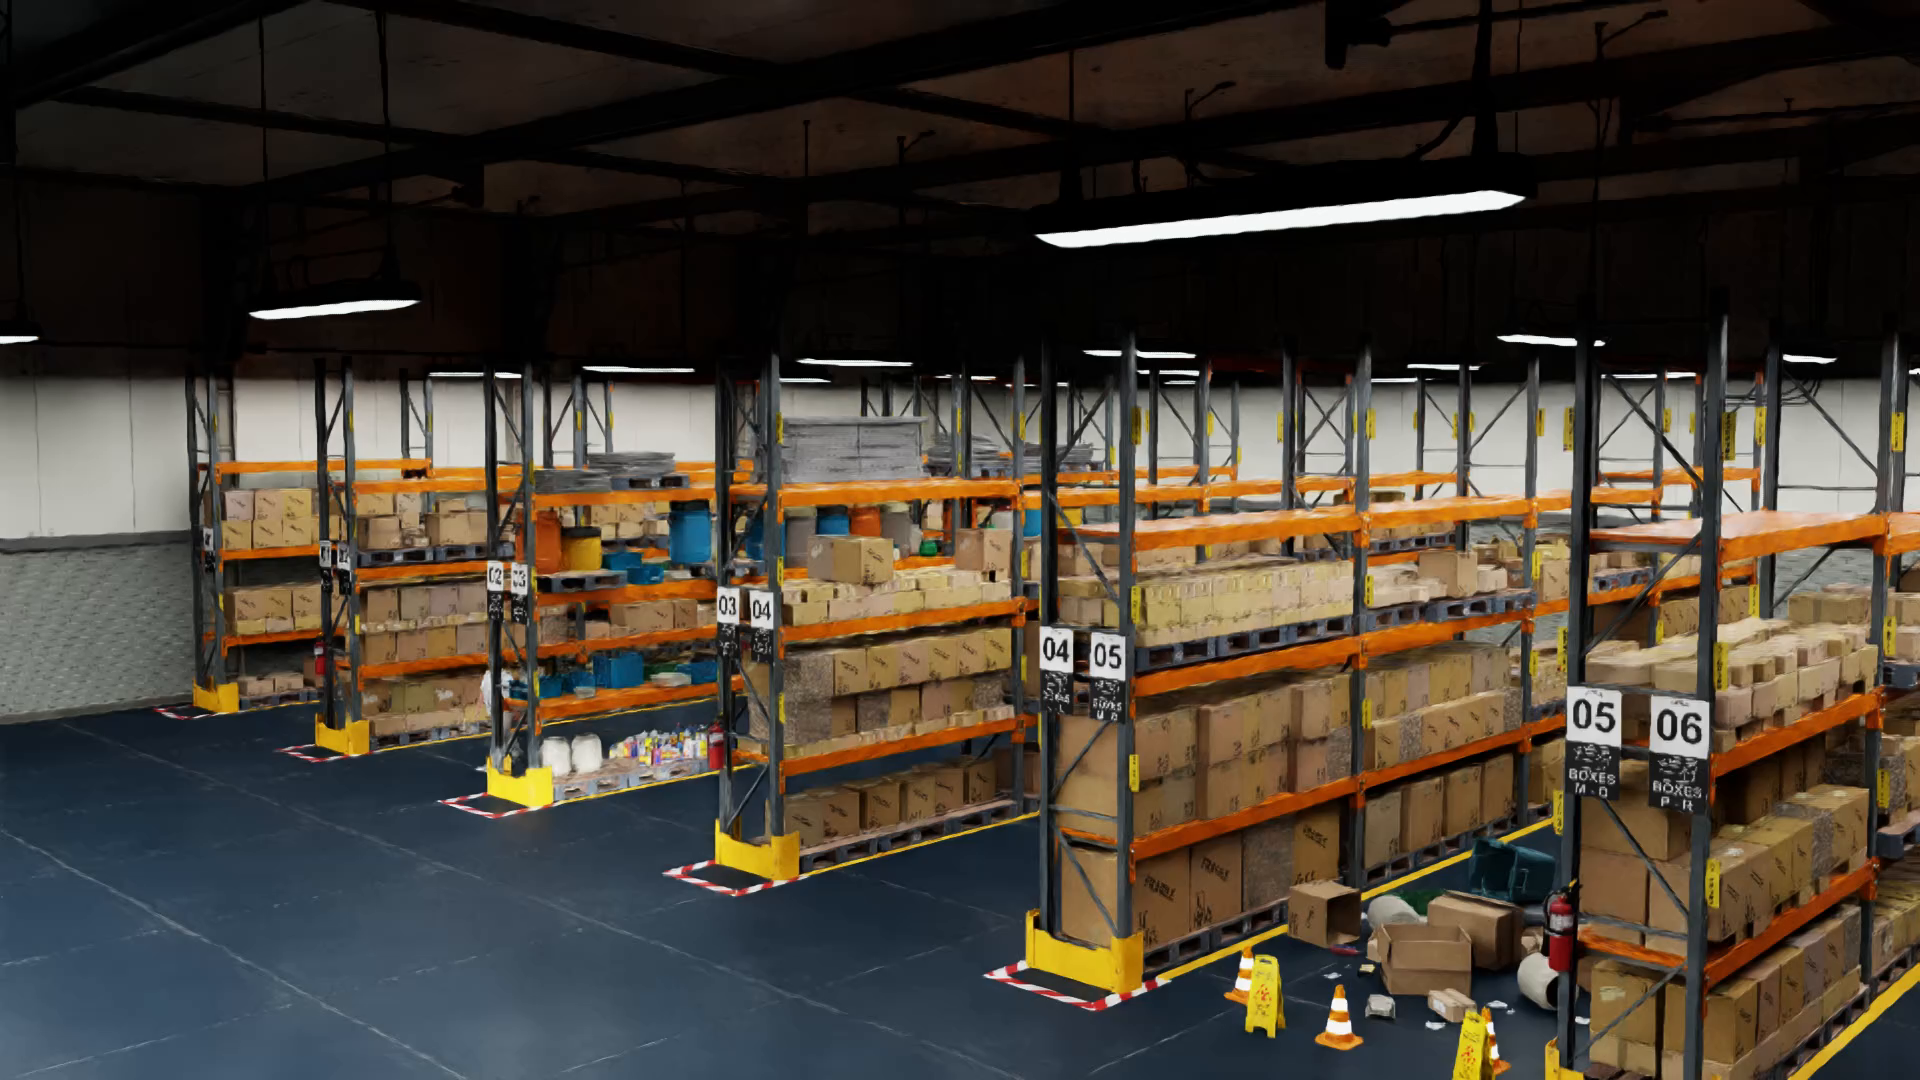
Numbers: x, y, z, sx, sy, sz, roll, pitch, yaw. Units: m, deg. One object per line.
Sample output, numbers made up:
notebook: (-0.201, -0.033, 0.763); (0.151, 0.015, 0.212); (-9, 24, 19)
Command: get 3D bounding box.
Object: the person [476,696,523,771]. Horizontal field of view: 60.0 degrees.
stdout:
person: (-6.687, 2.637, 24.081); (0.441, 1.338, 1.023); (3, 5, 35)
